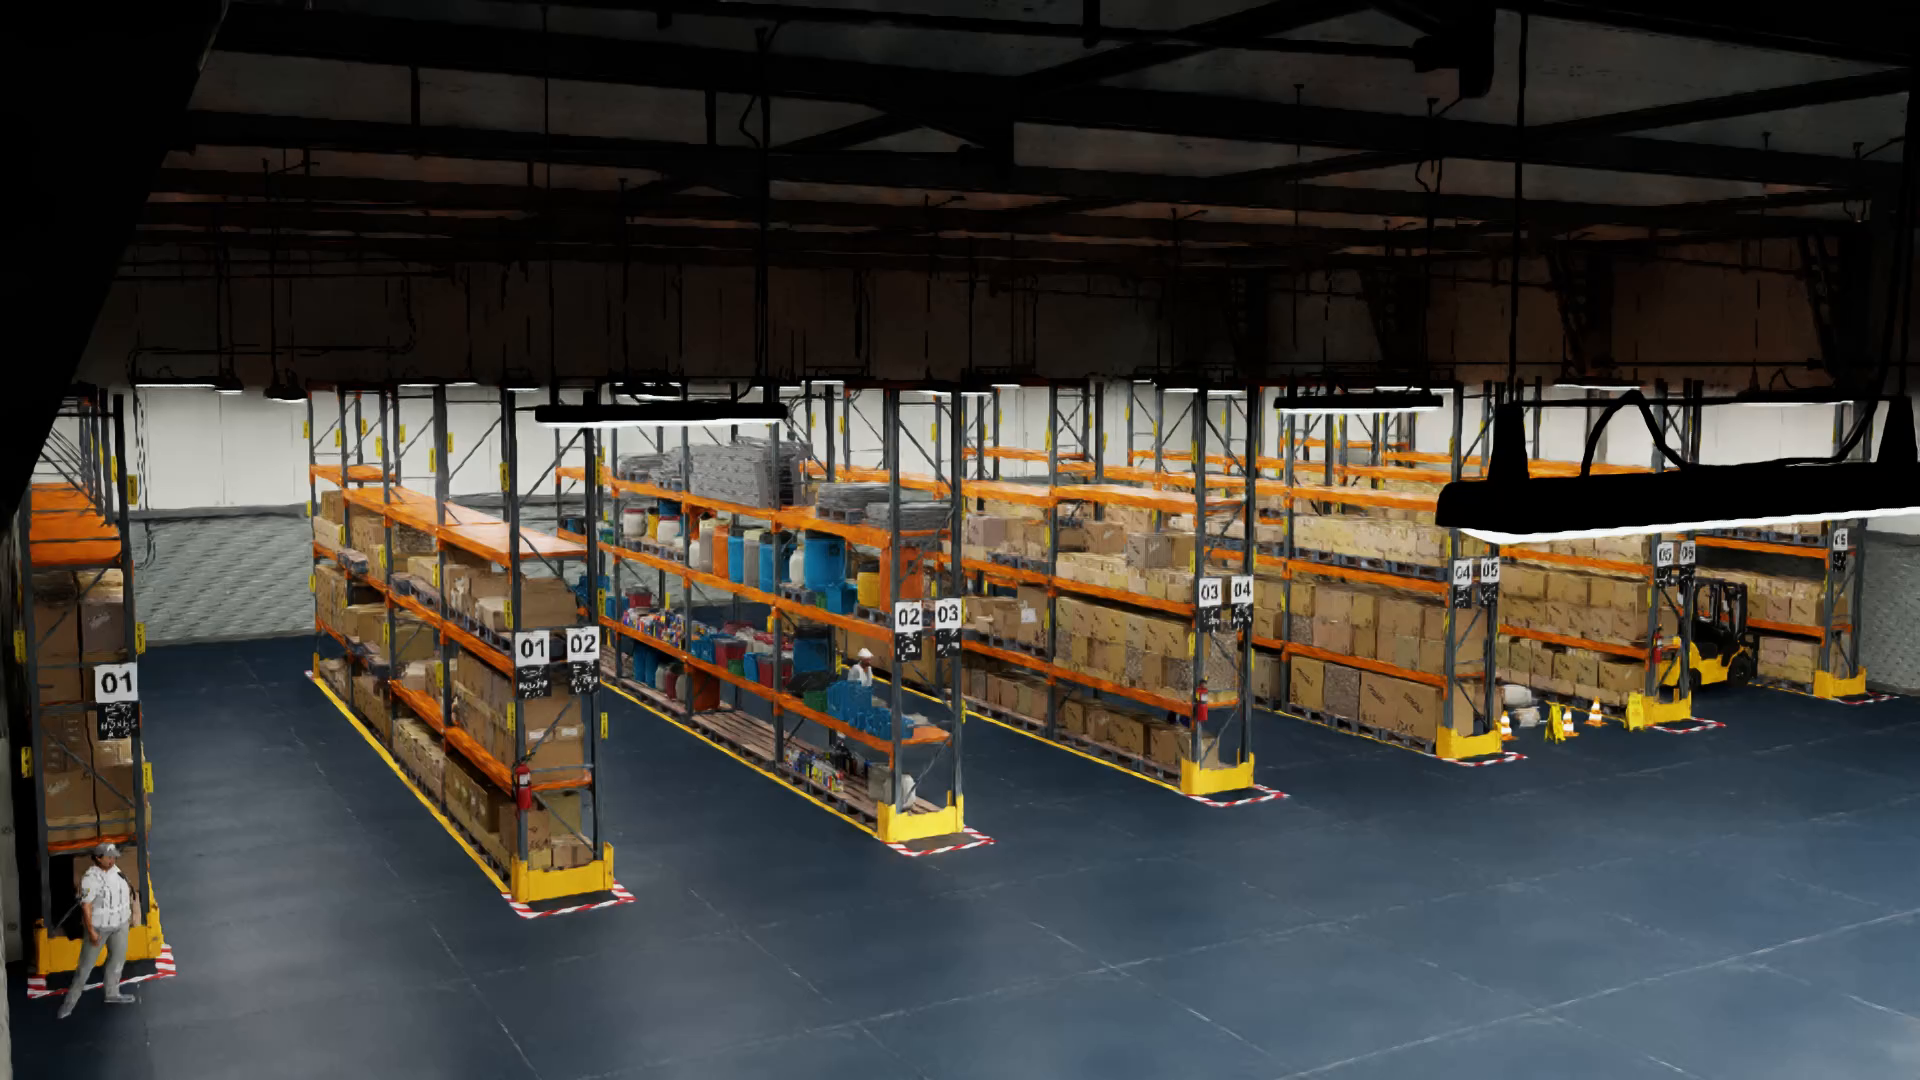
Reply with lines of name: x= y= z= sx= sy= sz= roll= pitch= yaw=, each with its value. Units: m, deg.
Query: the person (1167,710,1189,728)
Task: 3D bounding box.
person: x=3.733 y=2.523 z=28.081 sx=0.542 sy=1.655 sz=0.415 roll=4 pitch=7 yaw=34

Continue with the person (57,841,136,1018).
person: x=-8.481 y=3.789 z=16.270 sx=0.508 sy=1.658 sz=0.712 roll=2 pitch=6 yaw=17

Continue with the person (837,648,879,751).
person: x=-1.623 y=2.594 z=27.004 sx=0.808 sy=1.718 sz=0.674 roll=5 pitch=8 yaw=41

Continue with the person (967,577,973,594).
person: x=0.140 y=0.855 z=43.795 sx=0.515 sy=1.659 sz=0.534 roll=1 pitch=6 yaw=7
